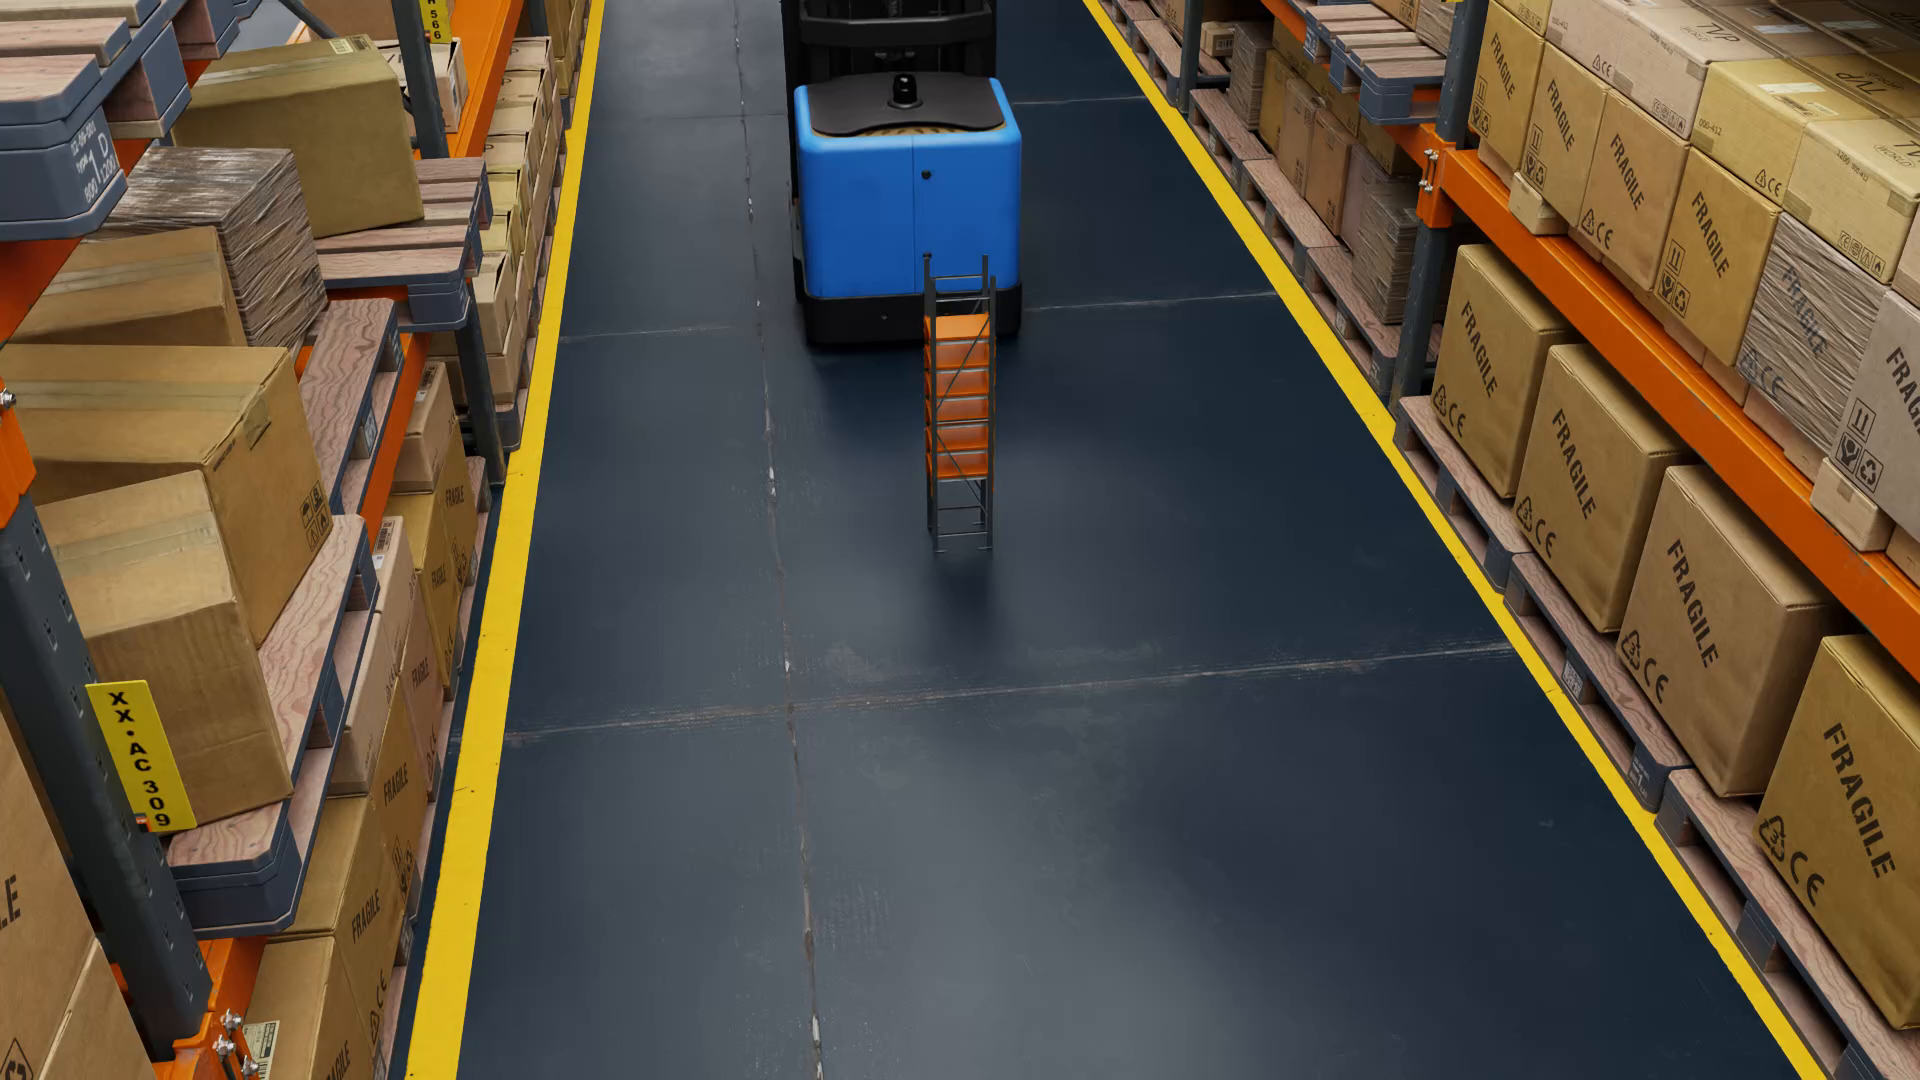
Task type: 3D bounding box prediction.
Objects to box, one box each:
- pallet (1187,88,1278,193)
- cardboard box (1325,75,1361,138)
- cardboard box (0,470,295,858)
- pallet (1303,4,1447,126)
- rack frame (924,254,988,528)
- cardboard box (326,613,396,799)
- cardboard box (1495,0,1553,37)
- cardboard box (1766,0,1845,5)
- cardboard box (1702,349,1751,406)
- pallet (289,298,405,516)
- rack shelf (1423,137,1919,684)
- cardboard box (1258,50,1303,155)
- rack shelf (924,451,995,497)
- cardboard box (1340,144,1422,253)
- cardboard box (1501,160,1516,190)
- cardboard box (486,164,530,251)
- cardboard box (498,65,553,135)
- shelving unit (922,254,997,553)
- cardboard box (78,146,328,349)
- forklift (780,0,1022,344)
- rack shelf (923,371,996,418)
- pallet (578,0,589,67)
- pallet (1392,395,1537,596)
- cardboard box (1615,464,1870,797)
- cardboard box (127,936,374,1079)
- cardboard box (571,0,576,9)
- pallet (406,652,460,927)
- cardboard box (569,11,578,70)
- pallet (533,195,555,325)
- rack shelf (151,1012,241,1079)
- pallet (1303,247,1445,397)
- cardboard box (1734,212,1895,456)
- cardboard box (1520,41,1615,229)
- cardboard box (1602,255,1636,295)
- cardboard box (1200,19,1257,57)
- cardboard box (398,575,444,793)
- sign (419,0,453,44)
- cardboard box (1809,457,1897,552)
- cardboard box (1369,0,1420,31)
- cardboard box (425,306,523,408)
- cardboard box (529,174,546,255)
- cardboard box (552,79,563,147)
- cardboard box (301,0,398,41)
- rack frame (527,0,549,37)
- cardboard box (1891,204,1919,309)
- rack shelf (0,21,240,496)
[{"bbox_3d":[2.033,-2.486,10.210,1.003,0.211,1.213,-4,35,-6],"label":"pallet"},{"bbox_3d":[2.227,-2.306,8.634,0.500,0.250,0.500,-5,35,-7],"label":"cardboard box"},{"bbox_3d":[-1.748,0.273,3.224,0.700,0.500,0.500,-16,37,-22],"label":"cardboard box"},{"bbox_3d":[2.263,-2.150,7.412,1.213,0.211,1.003,-4,35,-6],"label":"pallet"},{"bbox_3d":[-0.014,-0.555,6.499,0.240,1.200,0.006,-4,35,-6],"label":"rack frame"},{"bbox_3d":[-1.864,0.464,4.569,0.500,0.250,0.500,-4,35,-6],"label":"cardboard box"},{"bbox_3d":[2.274,-2.034,6.034,0.500,0.250,0.500,-4,34,-5],"label":"cardboard box"},{"bbox_3d":[2.848,-1.800,5.691,0.500,0.250,0.500,-5,35,-8],"label":"cardboard box"},{"bbox_3d":[2.524,-0.541,5.086,0.380,0.149,0.250,-3,34,-5],"label":"cardboard box"},{"bbox_3d":[-2.178,-0.299,4.695,1.003,0.211,1.213,-4,35,-6],"label":"pallet"},{"bbox_3d":[2.733,-0.427,5.352,1.077,0.370,4.000,-4,35,-6],"label":"rack shelf"},{"bbox_3d":[2.161,-2.527,9.624,0.700,0.500,0.500,-5,35,-7],"label":"cardboard box"},{"bbox_3d":[-0.002,-0.269,6.584,0.258,0.103,0.180,-4,35,-6],"label":"rack shelf"},{"bbox_3d":[2.362,-1.683,8.385,0.700,0.500,0.500,-4,35,-6],"label":"cardboard box"},{"bbox_3d":[2.304,-1.402,6.349,0.380,0.149,0.250,-4,34,-6],"label":"cardboard box"},{"bbox_3d":[-2.369,-1.624,8.040,0.500,0.311,0.500,-5,35,-8],"label":"cardboard box"},{"bbox_3d":[-2.567,-2.470,9.281,0.500,0.311,0.500,-3,34,-5],"label":"cardboard box"},{"bbox_3d":[-0.002,-0.504,6.424,0.258,1.200,0.189,-4,35,-6],"label":"shelving unit"},{"bbox_3d":[-2.314,-0.810,4.813,0.700,0.500,0.500,2,34,3],"label":"cardboard box"},{"bbox_3d":[-0.387,-2.970,8.506,1.130,2.935,3.031,-4,34,-6],"label":"forklift"},{"bbox_3d":[-0.002,-0.566,6.381,0.258,0.103,0.180,-4,35,-6],"label":"rack shelf"},{"bbox_3d":[-3.215,-3.672,11.951,1.003,0.211,1.213,-4,35,-6],"label":"pallet"},{"bbox_3d":[2.496,-0.242,6.918,1.003,0.211,1.213,-4,35,-6],"label":"pallet"},{"bbox_3d":[2.664,0.258,5.244,0.750,0.750,0.750,-3,34,-5],"label":"cardboard box"},{"bbox_3d":[-1.730,1.332,3.961,0.500,0.500,0.500,-6,35,-9],"label":"cardboard box"},{"bbox_3d":[-2.869,-3.883,11.187,0.500,0.500,0.500,-4,35,-6],"label":"cardboard box"},{"bbox_3d":[-2.220,0.788,5.406,1.003,0.211,1.213,-4,35,-6],"label":"pallet"},{"bbox_3d":[-2.806,-3.293,10.988,0.500,0.250,0.500,-4,35,-6],"label":"cardboard box"},{"bbox_3d":[-2.677,-1.452,8.694,1.003,0.211,1.213,-4,35,-6],"label":"pallet"},{"bbox_3d":[-1.637,2.183,1.523,1.077,0.370,4.000,-4,35,-6],"label":"rack shelf"},{"bbox_3d":[2.361,-1.124,8.212,1.003,0.211,1.213,-4,35,-6],"label":"pallet"},{"bbox_3d":[2.553,-0.584,4.573,0.500,0.500,0.500,-4,35,-6],"label":"cardboard box"},{"bbox_3d":[2.337,-1.429,5.813,0.500,0.500,0.500,-3,34,-5],"label":"cardboard box"},{"bbox_3d":[2.456,-0.972,5.718,0.380,0.149,0.250,-4,34,-5],"label":"cardboard box"},{"bbox_3d":[1.825,-3.380,11.171,0.380,0.166,0.250,-9,35,-13],"label":"cardboard box"},{"bbox_3d":[-1.939,0.474,5.220,0.500,0.500,0.500,-6,35,-8],"label":"cardboard box"},{"bbox_3d":[-1.907,-1.955,5.997,0.100,0.325,0.005,-4,35,-6],"label":"sign"},{"bbox_3d":[2.535,-0.110,4.453,0.380,0.149,0.250,-4,35,-6],"label":"cardboard box"},{"bbox_3d":[2.289,-2.635,7.473,0.700,0.500,0.500,-8,35,-11],"label":"cardboard box"},{"bbox_3d":[-2.223,-0.815,7.351,0.500,0.250,0.500,-4,35,-7],"label":"cardboard box"},{"bbox_3d":[-2.436,-1.671,8.607,0.500,0.250,0.500,-4,34,-5],"label":"cardboard box"},{"bbox_3d":[-2.639,-2.523,9.857,0.500,0.250,0.500,-5,35,-7],"label":"cardboard box"},{"bbox_3d":[-2.686,-2.439,7.577,0.500,0.500,0.500,-6,35,-9],"label":"cardboard box"},{"bbox_3d":[-2.982,-3.695,9.508,1.000,3.000,0.127,-4,35,-6],"label":"rack frame"},{"bbox_3d":[2.627,-0.618,3.956,0.500,0.250,0.500,-4,34,-5],"label":"cardboard box"},{"bbox_3d":[-2.175,-1.289,3.953,1.077,0.370,4.000,-4,35,-6],"label":"rack shelf"}]
